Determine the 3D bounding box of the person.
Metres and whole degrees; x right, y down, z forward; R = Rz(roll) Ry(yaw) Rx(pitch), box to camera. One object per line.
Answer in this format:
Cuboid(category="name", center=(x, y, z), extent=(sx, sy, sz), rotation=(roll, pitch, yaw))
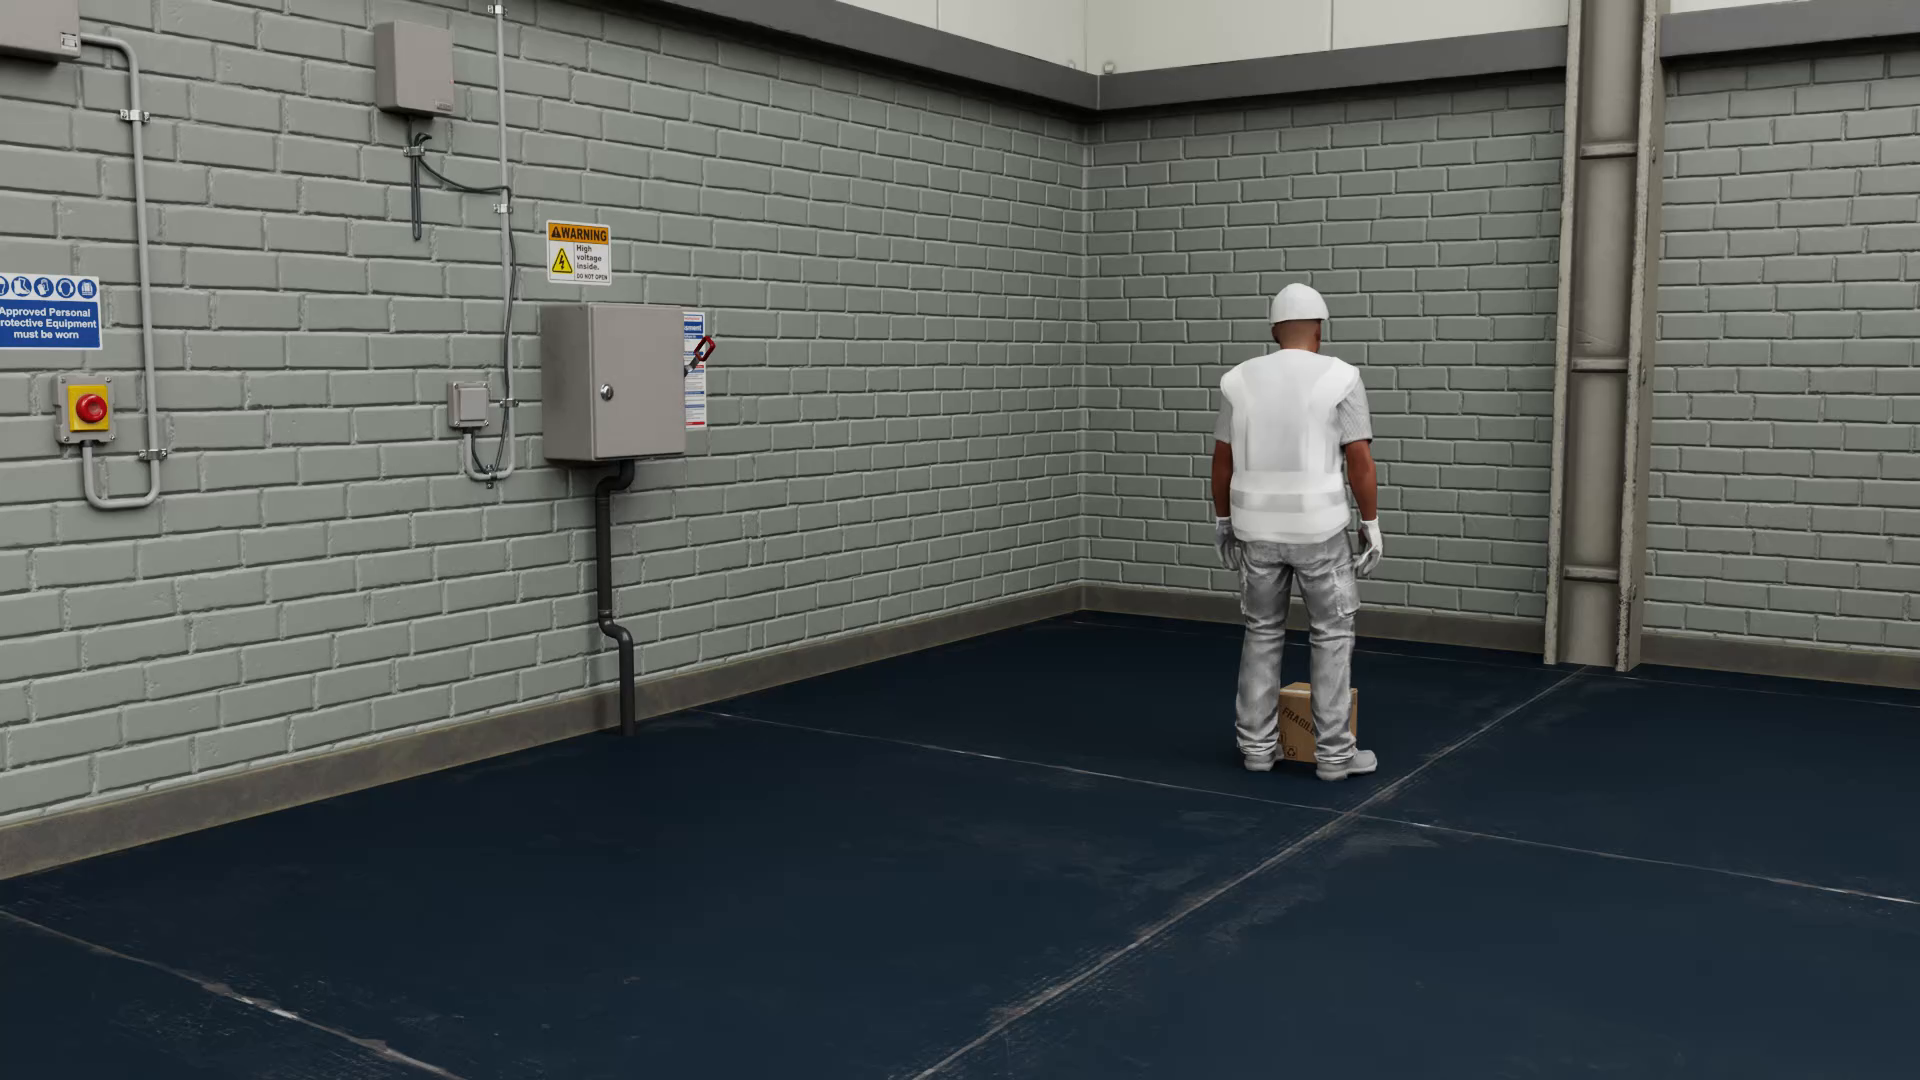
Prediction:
Cuboid(category="person", center=(1.216, -0.039, 6.040), extent=(0.625, 1.773, 0.452), rotation=(4, 7, 30))
